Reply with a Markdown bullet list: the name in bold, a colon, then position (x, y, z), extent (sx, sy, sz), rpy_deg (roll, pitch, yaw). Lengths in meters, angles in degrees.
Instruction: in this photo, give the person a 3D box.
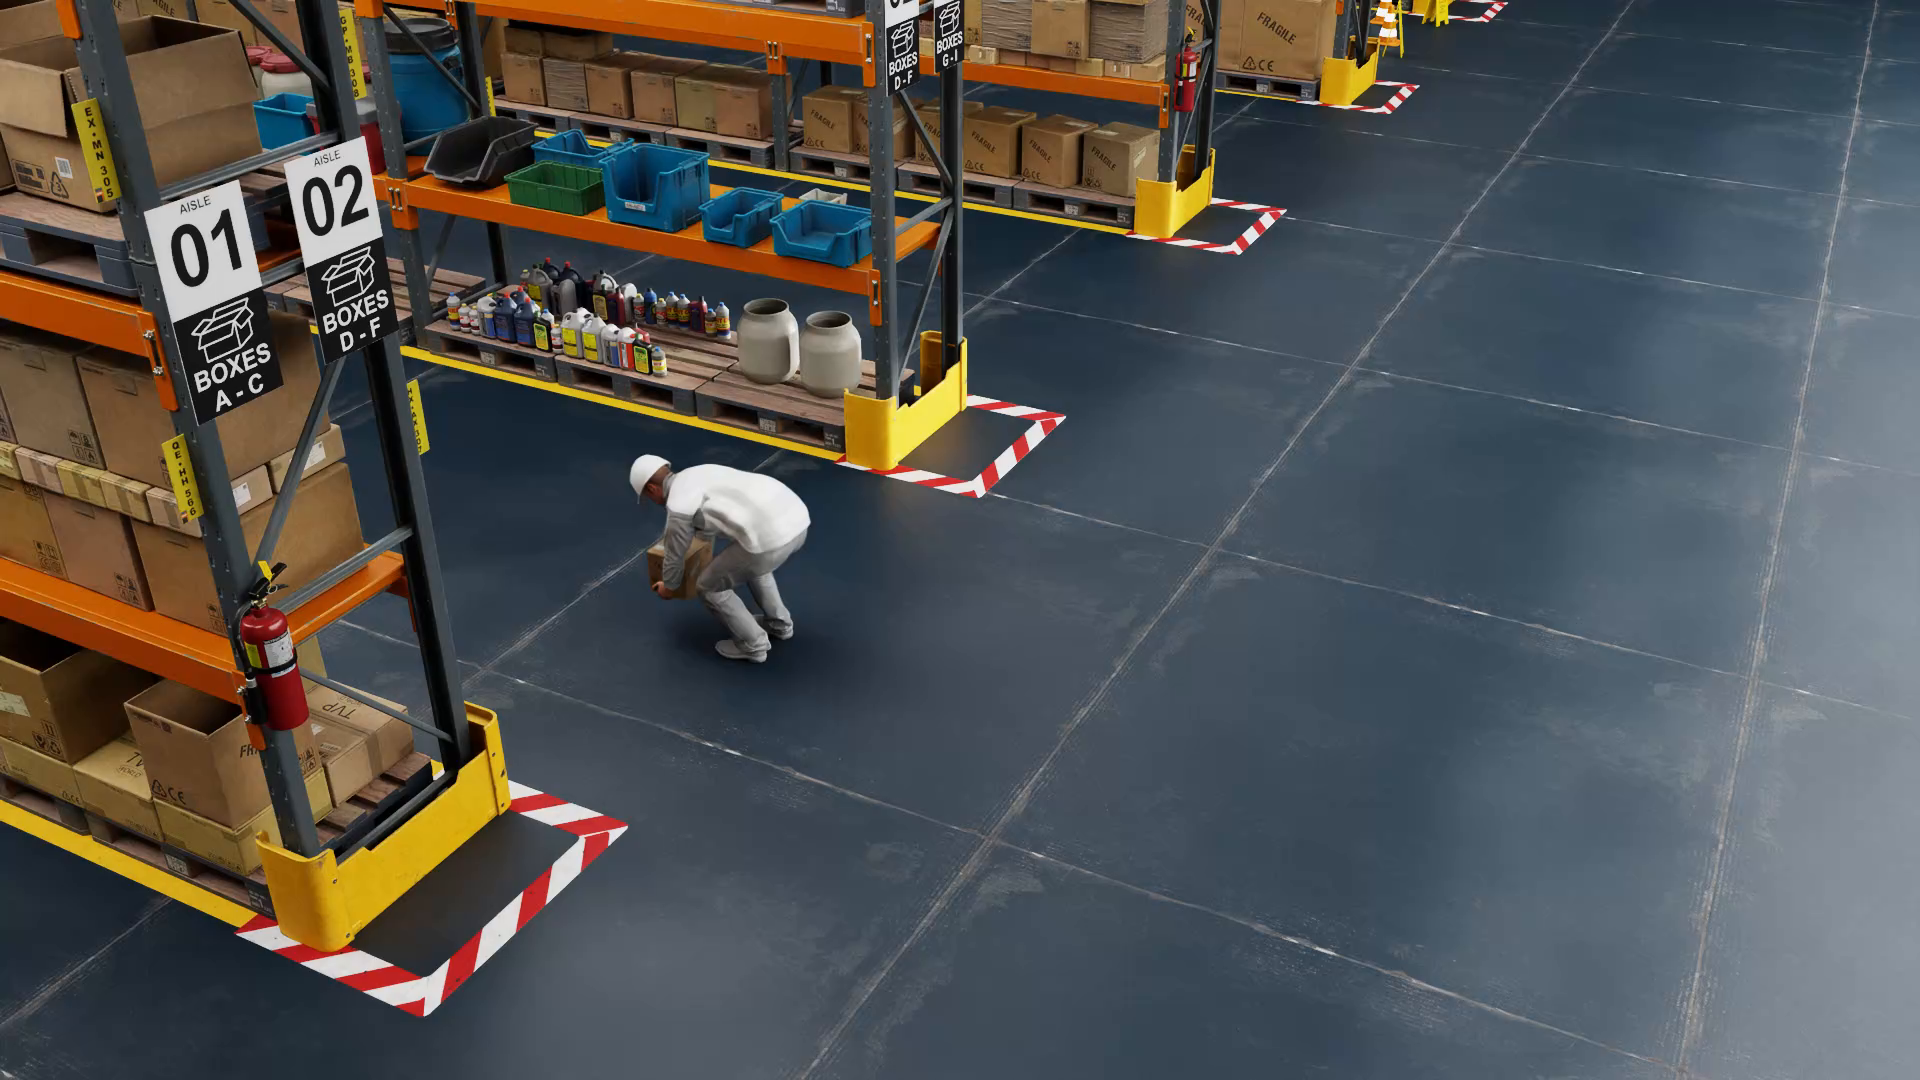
- **person**: position (-1.283, 0.081, 8.877), extent (0.997, 1.025, 0.513), rpy_deg (13, 32, 21)
